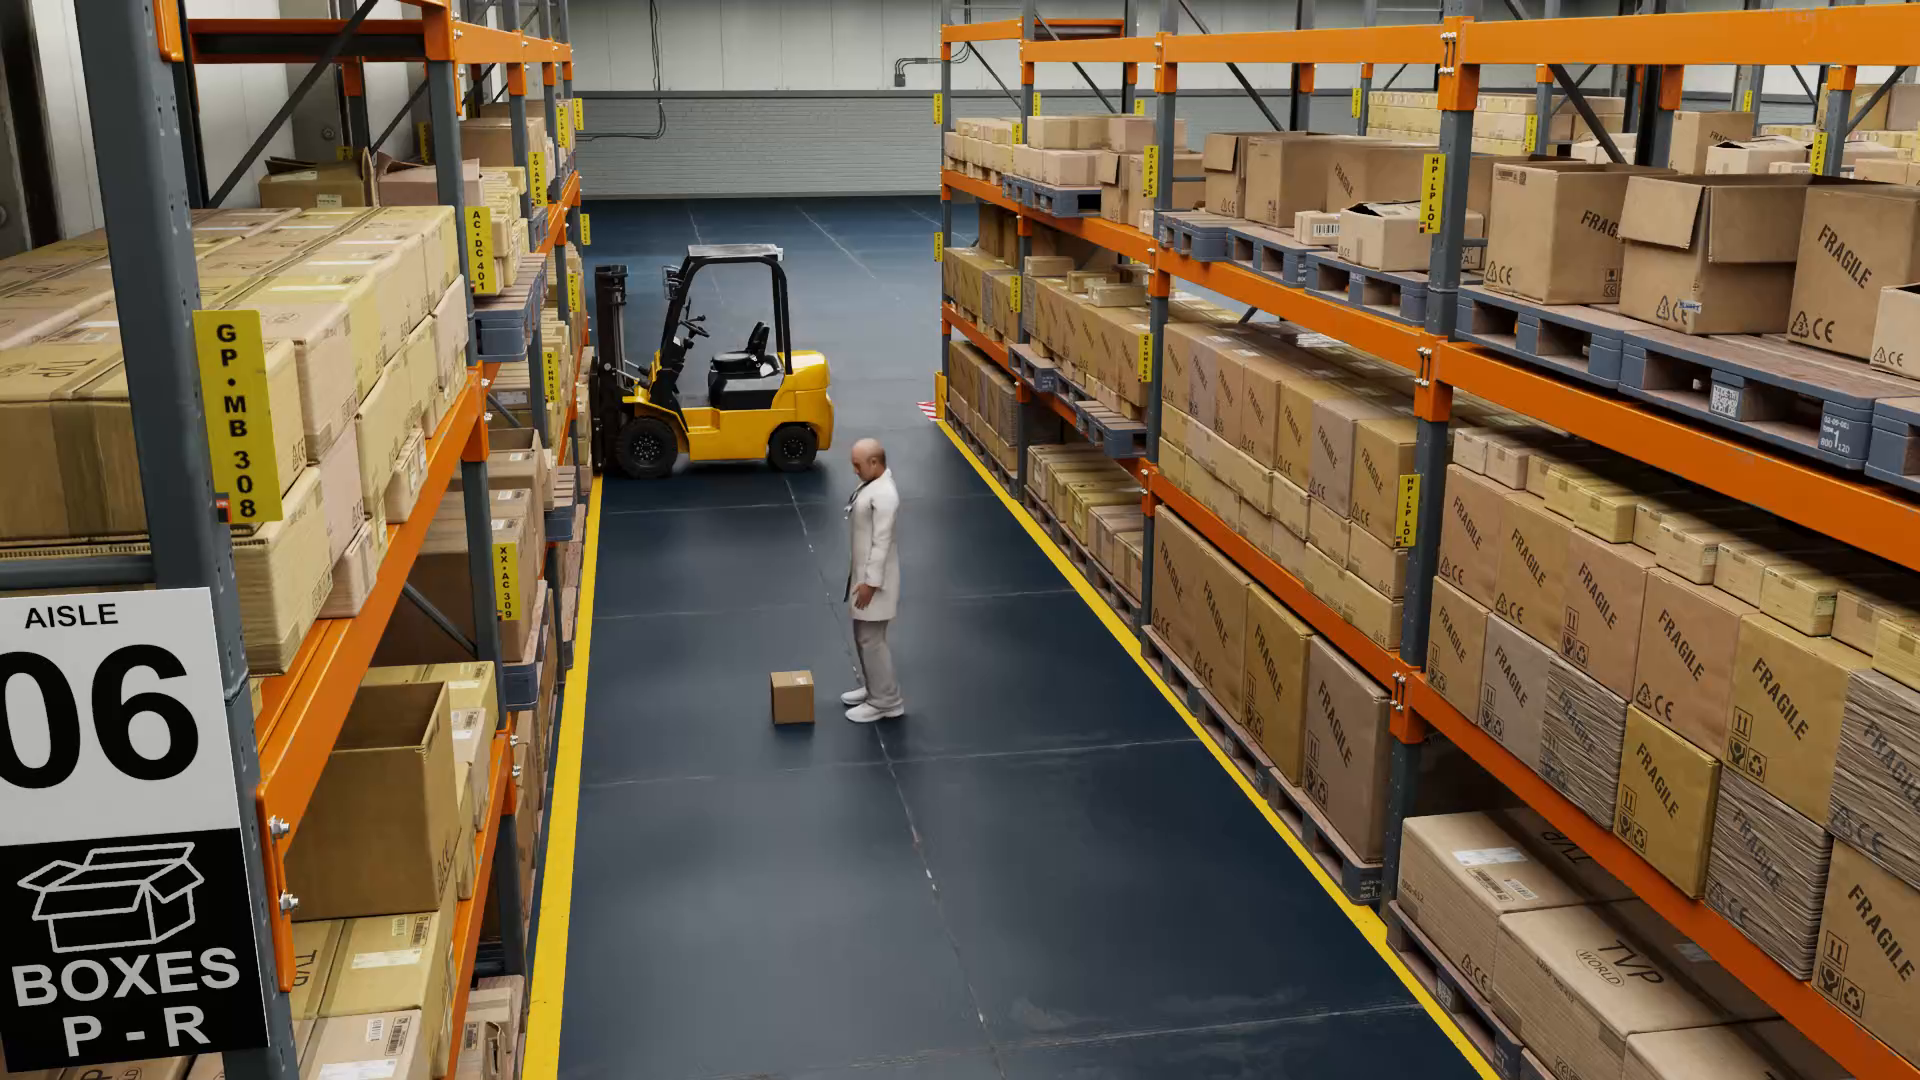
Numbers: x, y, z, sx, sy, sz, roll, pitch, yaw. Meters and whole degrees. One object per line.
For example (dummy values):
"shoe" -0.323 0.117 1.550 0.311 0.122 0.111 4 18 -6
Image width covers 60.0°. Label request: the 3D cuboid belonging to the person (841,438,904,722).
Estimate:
"person" -0.549 0.305 10.292 0.379 1.630 0.565 -3 16 -9
